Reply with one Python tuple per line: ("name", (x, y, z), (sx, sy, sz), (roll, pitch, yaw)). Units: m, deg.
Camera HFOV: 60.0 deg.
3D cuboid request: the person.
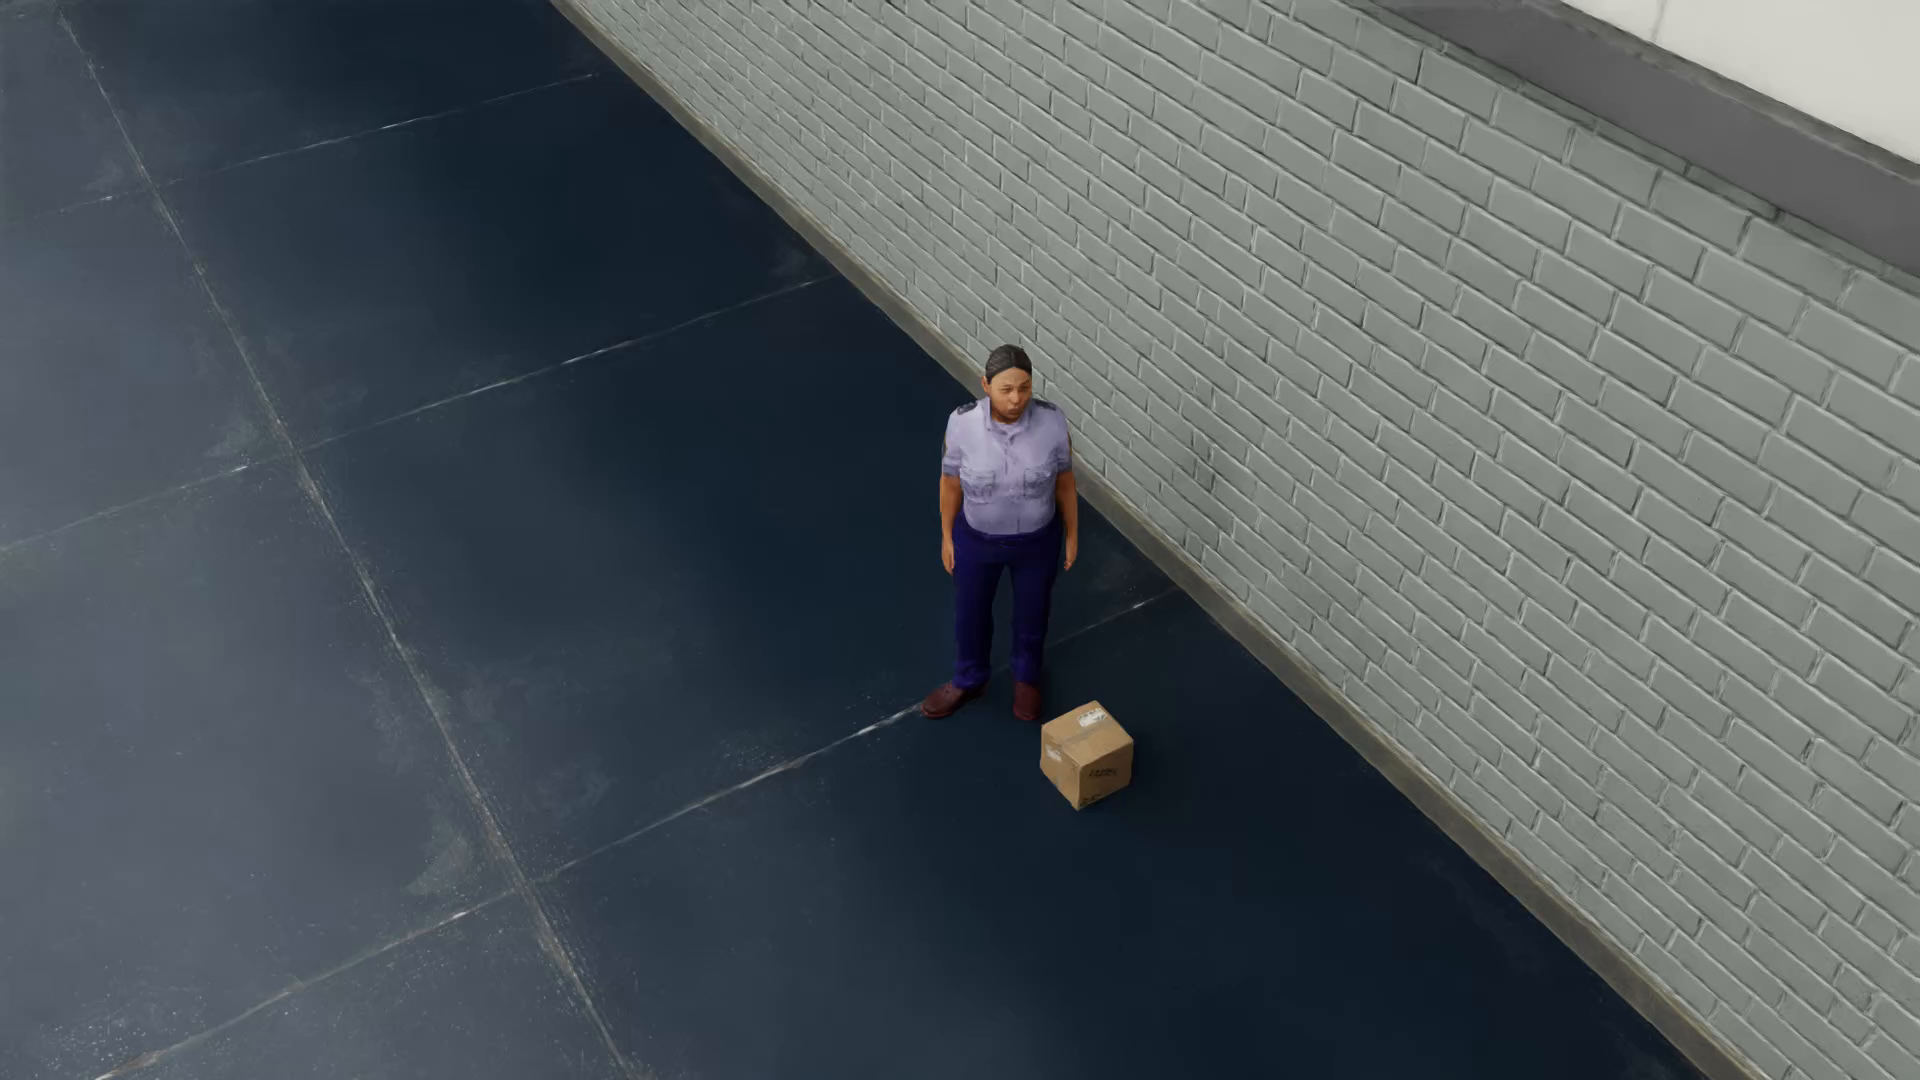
("person", (0.141, 0.002, 6.159), (0.599, 1.656, 0.341), (-3, 41, -3))
